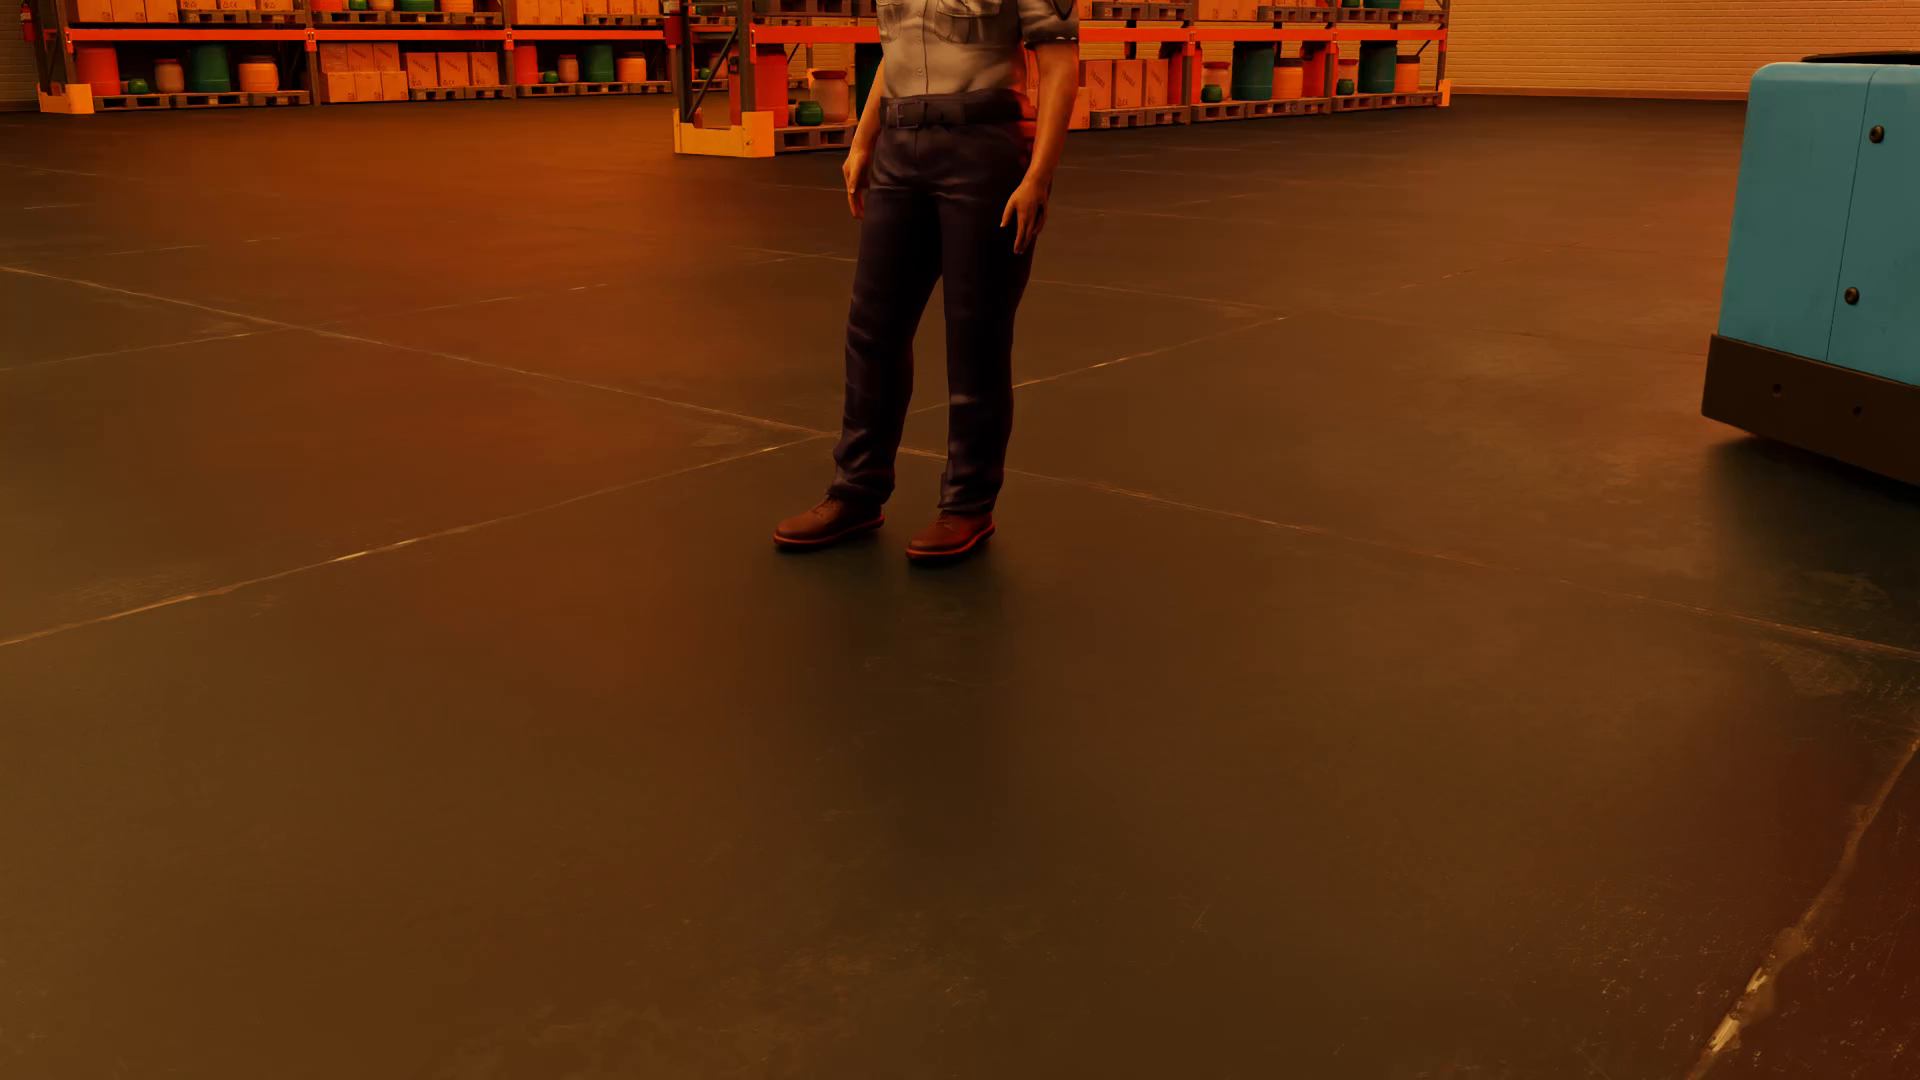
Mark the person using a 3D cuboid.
[{"bbox_3d":[-0.075,-0.779,3.648,0.598,1.651,0.502,13,21,37],"label":"person"}]

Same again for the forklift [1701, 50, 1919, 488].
[{"bbox_3d":[3.762,-1.673,4.408,3.031,2.935,1.130,-4,17,-13],"label":"forklift"}]
